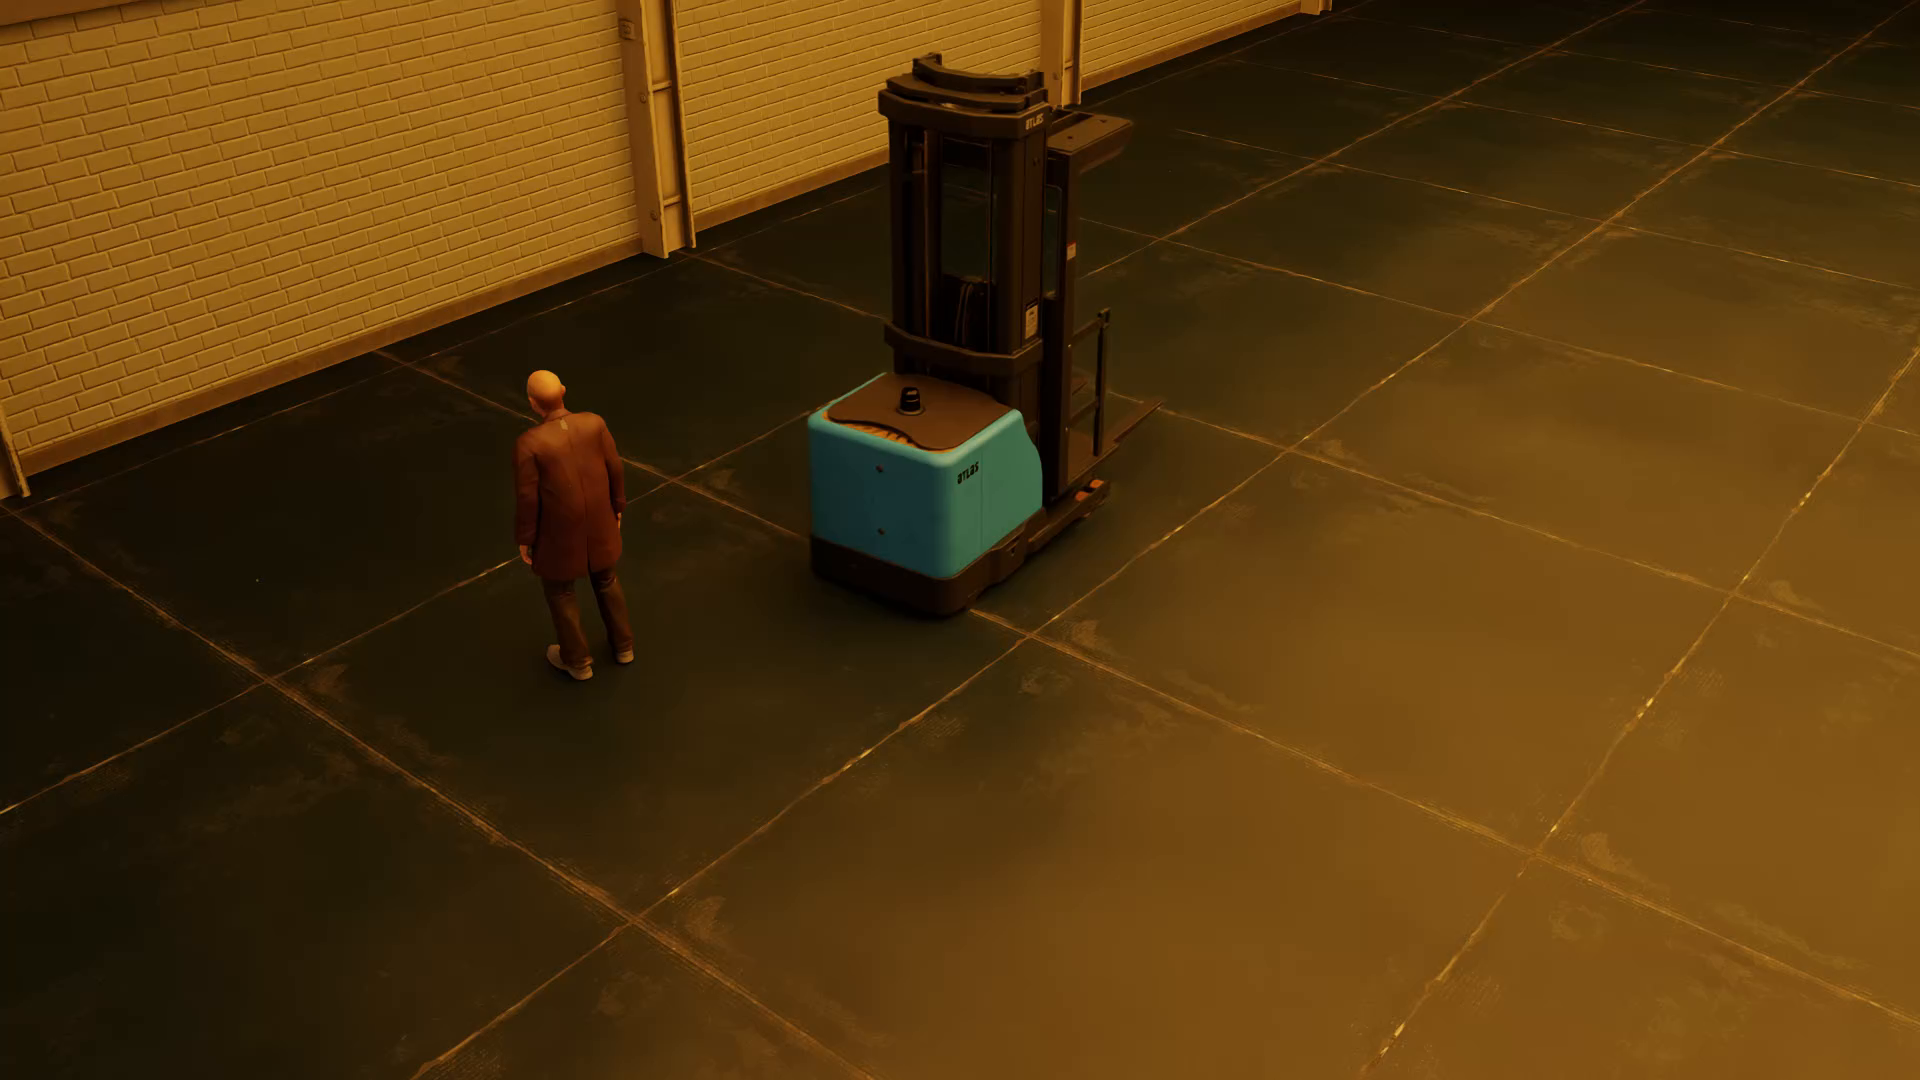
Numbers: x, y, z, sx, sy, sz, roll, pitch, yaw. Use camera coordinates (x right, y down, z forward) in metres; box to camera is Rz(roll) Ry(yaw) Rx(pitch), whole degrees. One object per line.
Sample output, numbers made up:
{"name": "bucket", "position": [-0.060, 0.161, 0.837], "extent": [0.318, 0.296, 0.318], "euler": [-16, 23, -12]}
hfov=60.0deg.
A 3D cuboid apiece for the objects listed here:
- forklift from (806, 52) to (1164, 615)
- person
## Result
{"name": "forklift", "position": [0.329, -1.533, 10.218], "extent": [1.130, 2.935, 3.031], "euler": [18, 35, 28]}
{"name": "person", "position": [-2.075, -0.079, 8.878], "extent": [0.647, 1.772, 0.430], "euler": [-21, 36, -32]}
